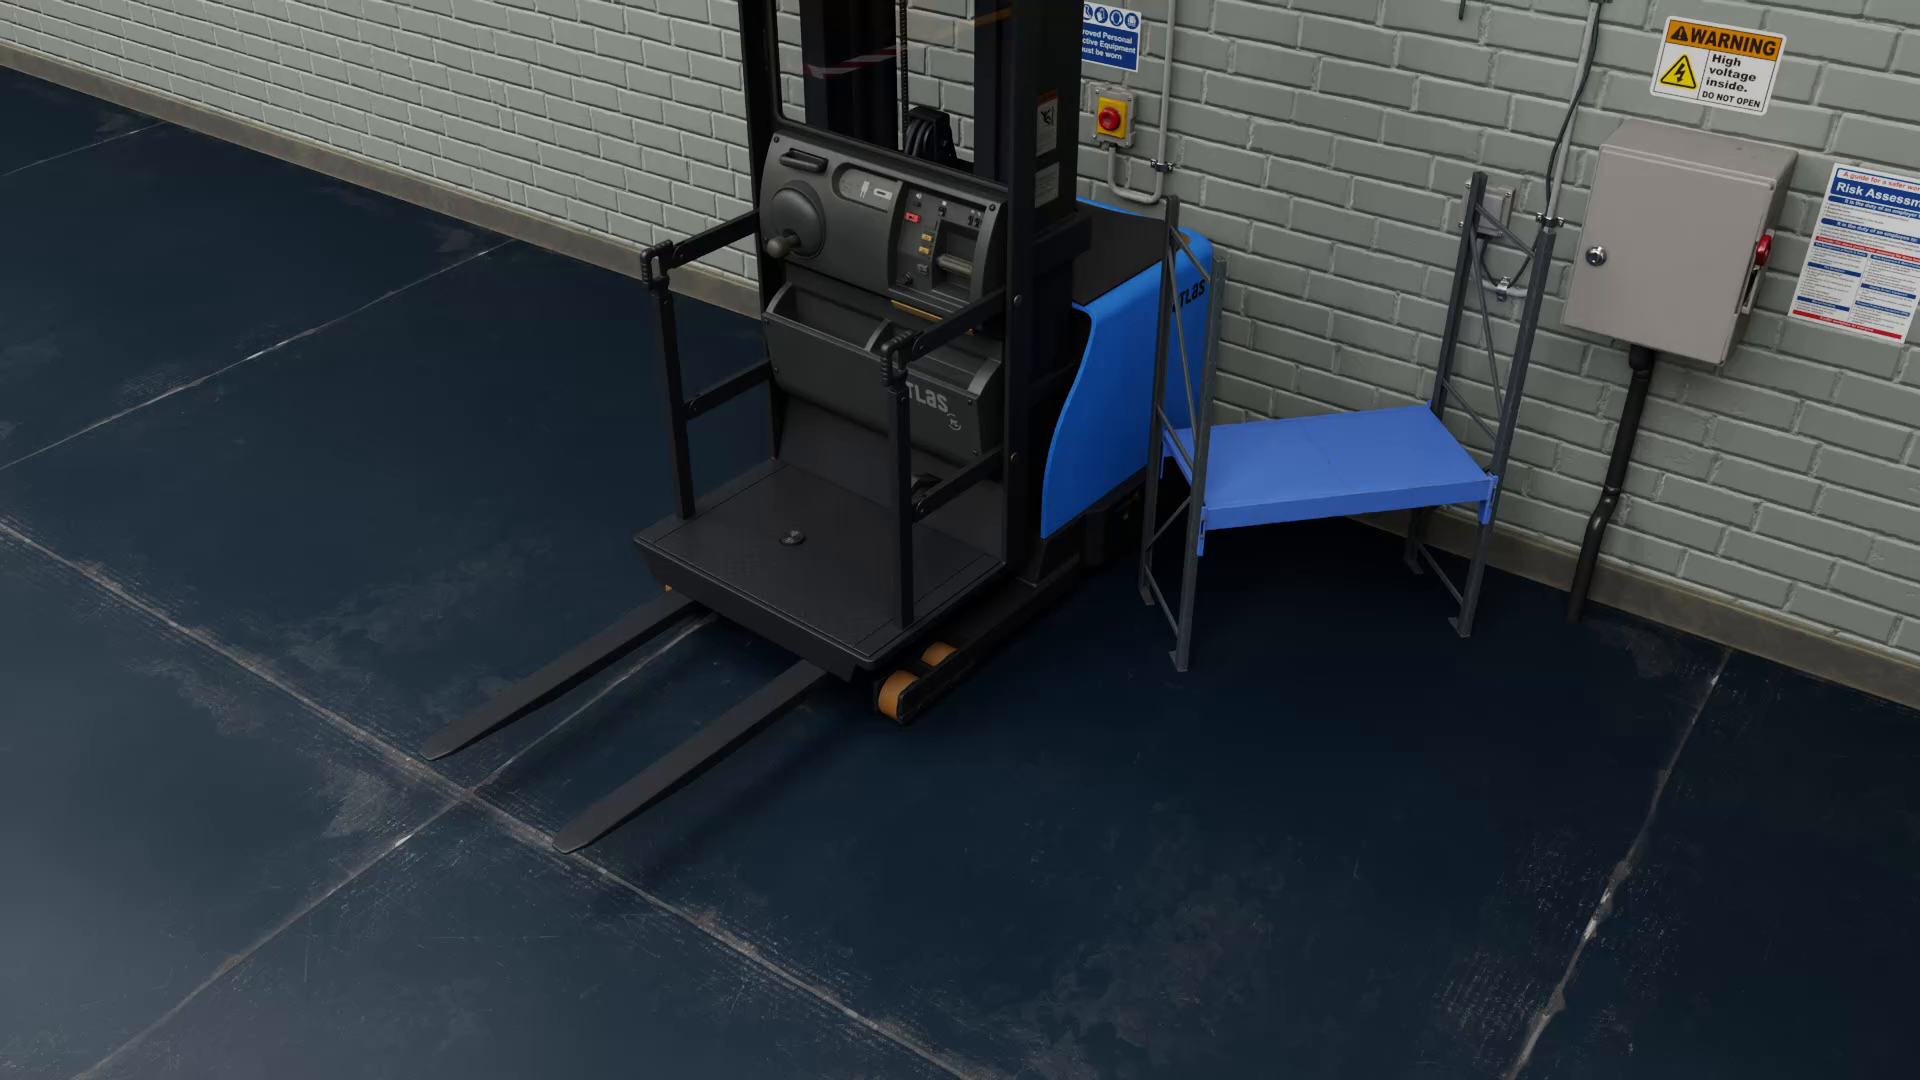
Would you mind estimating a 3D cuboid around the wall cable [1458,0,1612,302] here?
[{"bbox_3d":[1.687,-1.656,5.114,0.588,1.984,0.122,21,39,28],"label":"wall cable"}]

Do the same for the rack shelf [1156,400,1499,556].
[{"bbox_3d":[1.202,-0.218,5.554,1.000,0.185,0.538,-6,35,-9],"label":"rack shelf"}]

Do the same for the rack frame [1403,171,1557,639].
[{"bbox_3d":[1.701,-0.420,5.532,0.032,1.500,0.500,-6,35,-9],"label":"rack frame"}]

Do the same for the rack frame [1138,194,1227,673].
[{"bbox_3d":[0.702,-0.313,5.374,0.032,1.500,0.500,-6,35,-9],"label":"rack frame"}]

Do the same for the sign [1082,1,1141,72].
[{"bbox_3d":[0.510,-1.838,6.049,0.327,0.218,0.001,21,39,28],"label":"sign"}]

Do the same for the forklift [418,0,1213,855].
[{"bbox_3d":[-0.394,-0.942,5.026,1.130,2.935,3.031,24,41,31],"label":"forklift"}]

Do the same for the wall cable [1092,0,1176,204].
[{"bbox_3d":[0.515,-2.116,5.767,0.585,1.953,0.123,21,39,28],"label":"wall cable"}]

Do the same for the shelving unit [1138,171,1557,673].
[{"bbox_3d":[1.202,-0.367,5.453,1.048,1.500,0.538,-6,35,-9],"label":"shelving unit"}]

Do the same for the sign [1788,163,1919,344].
[{"bbox_3d":[2.681,-0.842,4.903,0.329,0.494,0.001,21,39,28],"label":"sign"}]

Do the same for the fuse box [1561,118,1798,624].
[{"bbox_3d":[2.158,-0.411,5.330,0.539,1.711,0.414,21,39,28],"label":"fuse box"}]

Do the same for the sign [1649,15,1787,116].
[{"bbox_3d":[2.230,-1.399,4.904,0.339,0.242,0.001,21,39,28],"label":"sign"}]
